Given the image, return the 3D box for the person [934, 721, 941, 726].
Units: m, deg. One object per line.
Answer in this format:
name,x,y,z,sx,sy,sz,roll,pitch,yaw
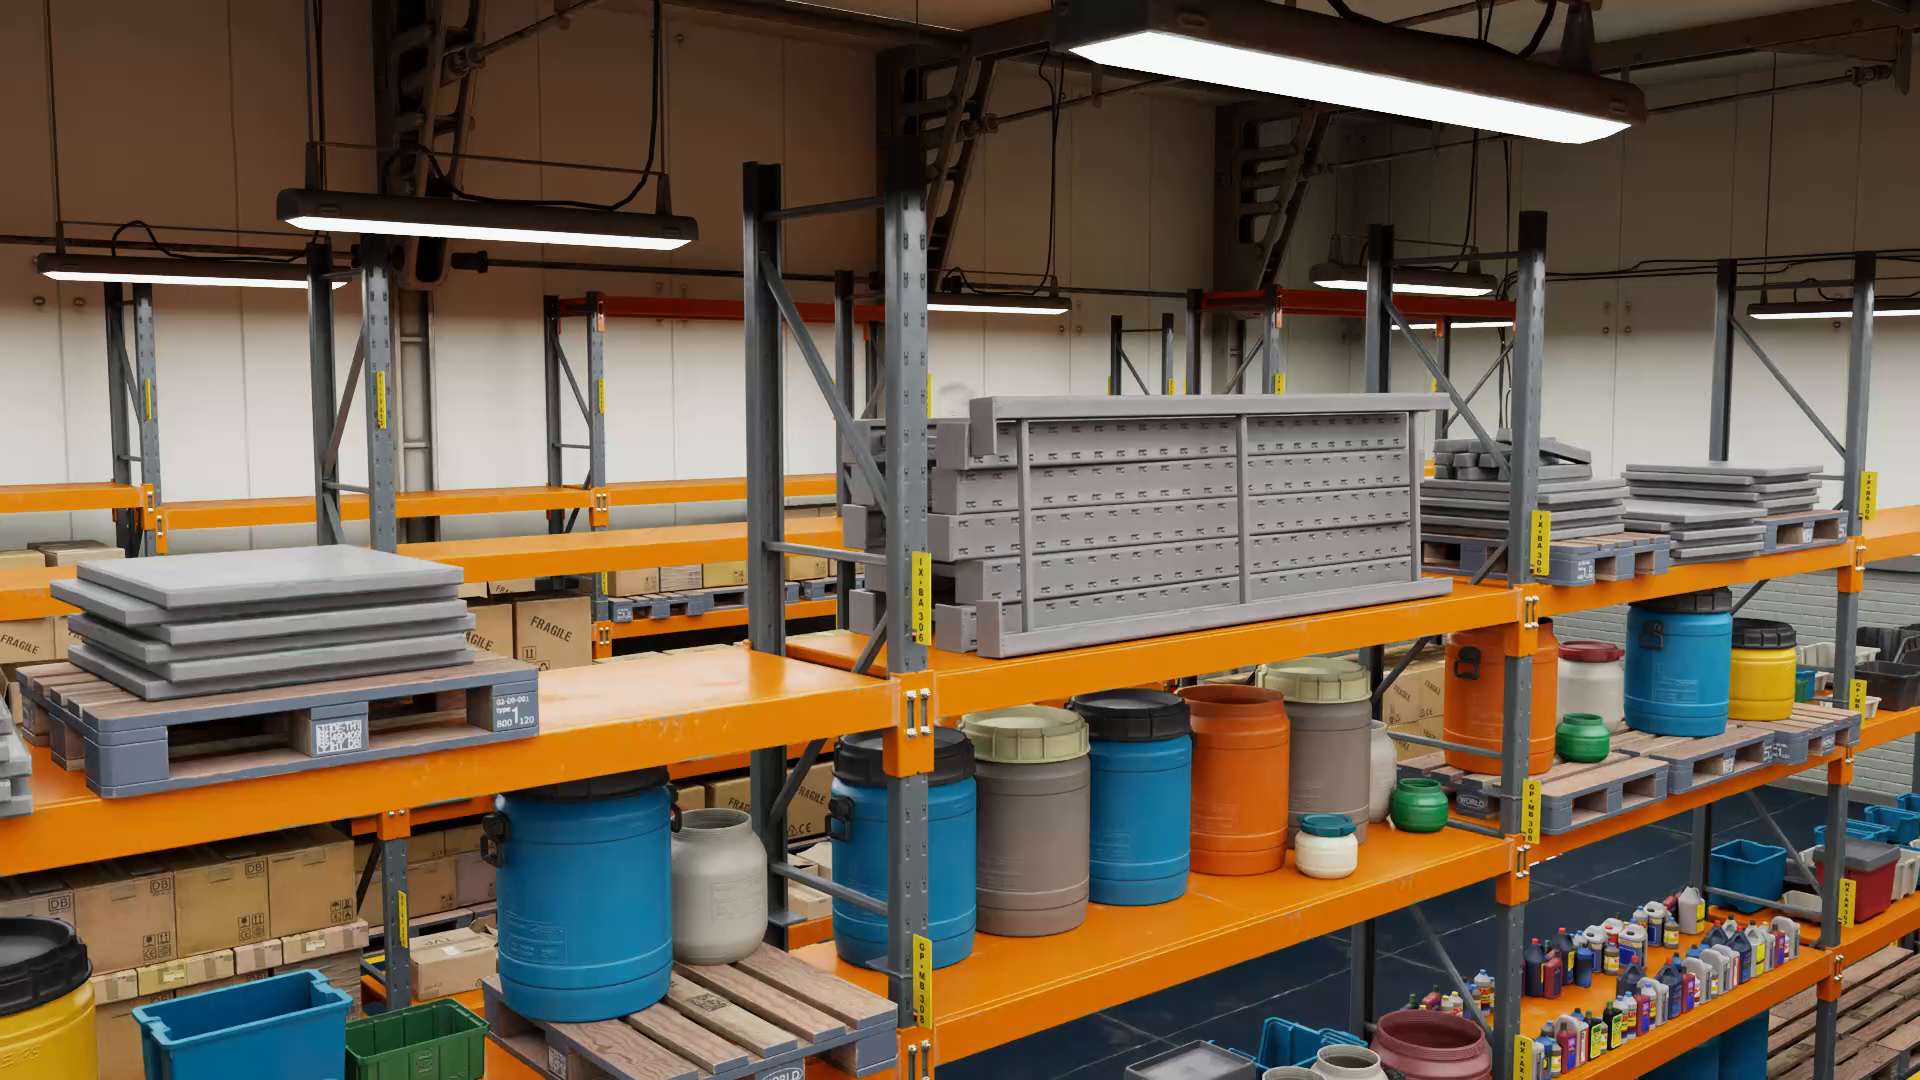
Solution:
person,-0.271,2.667,16.579,0.709,1.752,0.869,4,7,36
